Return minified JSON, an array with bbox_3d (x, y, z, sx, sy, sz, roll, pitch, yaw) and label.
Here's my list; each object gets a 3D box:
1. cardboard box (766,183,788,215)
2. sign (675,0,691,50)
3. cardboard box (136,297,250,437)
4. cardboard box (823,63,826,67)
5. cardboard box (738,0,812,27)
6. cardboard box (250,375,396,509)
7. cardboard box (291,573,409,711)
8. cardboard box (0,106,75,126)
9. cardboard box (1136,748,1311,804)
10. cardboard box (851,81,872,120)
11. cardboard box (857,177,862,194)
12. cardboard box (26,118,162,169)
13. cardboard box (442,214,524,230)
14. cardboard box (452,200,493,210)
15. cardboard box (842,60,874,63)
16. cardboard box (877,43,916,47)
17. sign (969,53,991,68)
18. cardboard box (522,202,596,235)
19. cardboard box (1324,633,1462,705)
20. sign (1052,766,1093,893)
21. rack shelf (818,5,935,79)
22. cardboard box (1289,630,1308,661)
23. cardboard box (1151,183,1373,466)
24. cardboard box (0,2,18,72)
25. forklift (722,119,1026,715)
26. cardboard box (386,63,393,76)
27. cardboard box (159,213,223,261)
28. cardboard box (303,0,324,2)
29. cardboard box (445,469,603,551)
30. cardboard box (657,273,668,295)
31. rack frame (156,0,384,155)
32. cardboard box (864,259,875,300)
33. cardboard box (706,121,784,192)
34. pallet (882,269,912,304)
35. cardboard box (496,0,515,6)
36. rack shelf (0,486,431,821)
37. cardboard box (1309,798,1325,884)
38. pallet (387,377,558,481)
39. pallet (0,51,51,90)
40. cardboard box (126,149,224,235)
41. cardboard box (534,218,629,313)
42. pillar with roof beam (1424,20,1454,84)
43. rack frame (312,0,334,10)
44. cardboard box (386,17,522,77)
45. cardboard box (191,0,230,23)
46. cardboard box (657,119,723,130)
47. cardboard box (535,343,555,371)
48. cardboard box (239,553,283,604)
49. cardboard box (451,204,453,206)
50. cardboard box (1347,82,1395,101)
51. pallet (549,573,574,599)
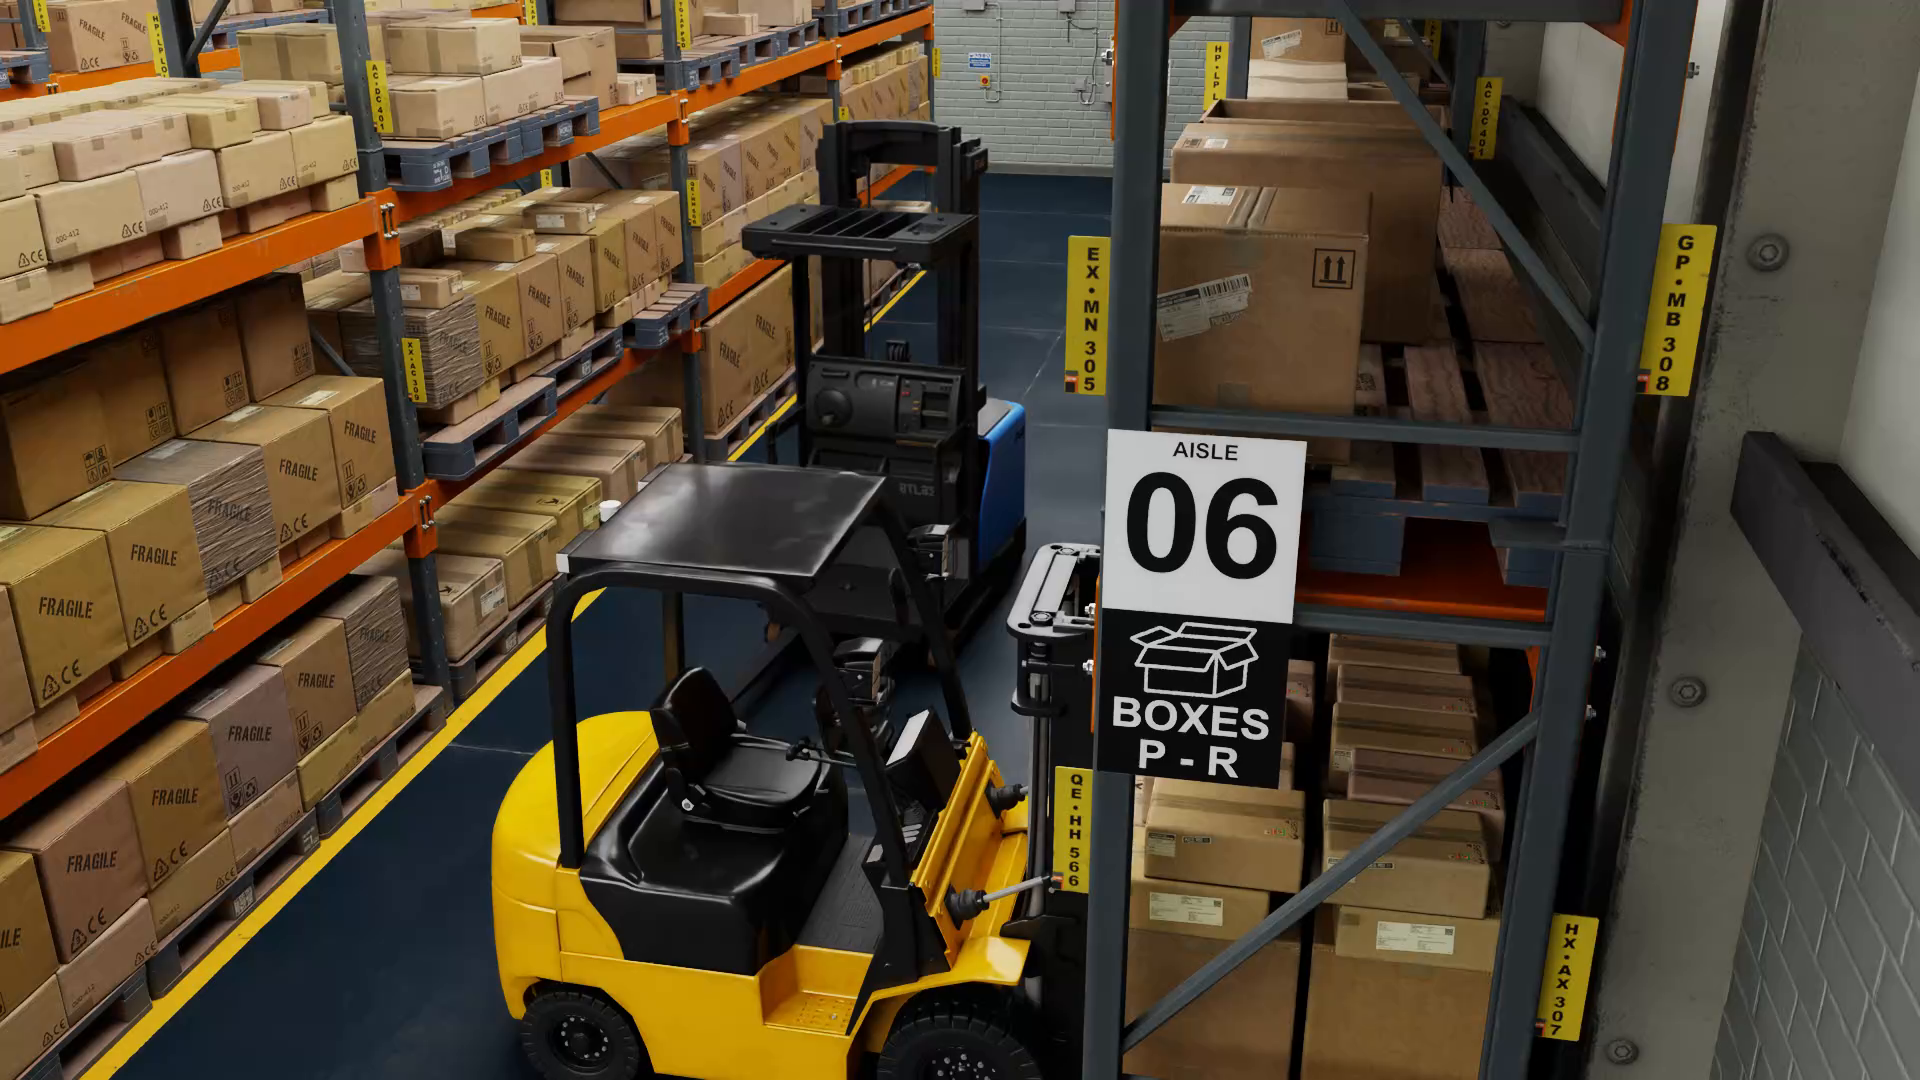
[{"bbox_3d":[-1.752,-2.826,13.886,0.500,0.250,0.500,5,22,12],"label":"cardboard box"},{"bbox_3d":[-1.903,-3.531,11.399,0.100,0.325,0.005,4,22,11],"label":"sign"},{"bbox_3d":[-3.678,-0.798,7.449,0.700,0.500,0.500,5,22,11],"label":"cardboard box"},{"bbox_3d":[-1.544,-4.816,16.955,0.380,0.149,0.250,4,22,10],"label":"cardboard box"},{"bbox_3d":[-1.592,-4.612,14.331,0.500,0.311,0.500,4,22,11],"label":"cardboard box"},{"bbox_3d":[-3.097,-0.482,8.003,0.500,0.500,0.500,4,22,10],"label":"cardboard box"},{"bbox_3d":[-3.108,0.490,8.235,0.500,0.500,0.500,4,22,10],"label":"cardboard box"},{"bbox_3d":[-3.802,-1.652,6.694,0.380,0.149,0.250,4,22,9],"label":"cardboard box"},{"bbox_3d":[0.752,0.925,4.907,0.500,0.500,0.500,5,23,13],"label":"cardboard box"},{"bbox_3d":[-1.174,-4.255,16.432,0.500,0.500,0.500,4,22,10],"label":"cardboard box"},{"bbox_3d":[-1.266,-3.603,16.151,0.500,0.500,0.500,5,23,13],"label":"cardboard box"},{"bbox_3d":[-3.300,-1.512,6.346,0.380,0.149,0.250,5,22,12],"label":"cardboard box"},{"bbox_3d":[-2.954,-1.788,10.685,0.500,0.500,0.500,5,22,12],"label":"cardboard box"},{"bbox_3d":[-5.679,-3.862,19.385,0.380,0.149,0.250,4,22,9],"label":"cardboard box"},{"bbox_3d":[-1.088,-4.783,16.873,0.380,0.149,0.250,4,22,11],"label":"cardboard box"},{"bbox_3d":[-0.707,-5.438,18.500,0.380,0.149,0.250,5,22,12],"label":"cardboard box"},{"bbox_3d":[0.291,-7.083,24.564,0.327,0.218,0.001,4,22,11],"label":"sign"},{"bbox_3d":[-2.492,-2.002,10.348,0.380,0.149,0.250,3,22,8],"label":"cardboard box"},{"bbox_3d":[1.292,0.390,4.969,0.380,0.149,0.250,5,23,13],"label":"cardboard box"},{"bbox_3d":[0.265,0.667,3.815,0.100,0.325,0.005,4,22,11],"label":"sign"},{"bbox_3d":[-1.210,-5.194,17.183,1.077,0.370,4.000,4,22,11],"label":"rack shelf"},{"bbox_3d":[0.967,0.310,5.567,0.380,0.149,0.250,4,22,11],"label":"cardboard box"},{"bbox_3d":[0.645,-0.499,3.732,0.500,0.500,0.500,5,23,13],"label":"cardboard box"},{"bbox_3d":[-7.433,-3.948,12.993,0.500,0.500,0.500,4,22,11],"label":"cardboard box"},{"bbox_3d":[-0.508,-0.782,9.371,1.130,2.935,3.031,7,23,17],"label":"forklift"},{"bbox_3d":[-3.165,-2.405,8.934,0.500,0.250,0.500,5,22,12],"label":"cardboard box"},{"bbox_3d":[-3.240,-1.240,6.739,0.380,0.149,0.250,5,22,12],"label":"cardboard box"},{"bbox_3d":[-6.151,-5.457,16.404,0.500,0.250,0.500,5,23,13],"label":"cardboard box"},{"bbox_3d":[-2.862,-0.165,10.703,0.950,0.372,0.625,5,23,13],"label":"cardboard box"},{"bbox_3d":[-2.255,-1.779,11.530,0.380,0.149,0.250,5,22,12],"label":"cardboard box"},{"bbox_3d":[-3.250,-3.262,7.408,1.000,3.000,0.127,4,22,11],"label":"rack frame"},{"bbox_3d":[-1.385,-2.633,16.743,0.875,0.438,0.875,4,22,10],"label":"cardboard box"},{"bbox_3d":[-1.775,-3.169,13.733,0.500,0.500,0.500,5,22,12],"label":"cardboard box"},{"bbox_3d":[-1.139,-2.831,18.101,1.003,0.211,1.213,4,22,11],"label":"pallet"},{"bbox_3d":[-5.502,-6.344,19.275,0.500,0.250,0.500,4,22,10],"label":"cardboard box"},{"bbox_3d":[-3.658,0.586,6.847,1.077,0.370,4.000,4,22,11],"label":"rack shelf"},{"bbox_3d":[1.105,0.814,4.315,0.380,0.149,0.250,4,22,11],"label":"cardboard box"},{"bbox_3d":[-2.952,-0.659,9.231,1.003,0.211,1.213,4,22,11],"label":"pallet"},{"bbox_3d":[-7.380,-3.347,11.886,1.213,0.211,1.003,6,23,13],"label":"pallet"},{"bbox_3d":[-3.297,-1.387,6.569,0.500,0.250,0.500,4,22,10],"label":"cardboard box"},{"bbox_3d":[-2.451,-1.759,10.612,0.500,0.500,0.500,3,22,7],"label":"cardboard box"},{"bbox_3d":[0.052,-6.325,15.013,9.100,9.000,0.400,4,22,11],"label":"pillar with roof beam"},{"bbox_3d":[-6.484,-6.528,15.517,1.000,3.000,0.127,4,22,11],"label":"rack frame"},{"bbox_3d":[-2.647,-2.594,8.733,0.500,0.250,0.500,4,22,10],"label":"cardboard box"},{"bbox_3d":[-6.928,-4.825,14.602,0.797,0.503,0.637,4,22,10],"label":"cardboard box"},{"bbox_3d":[-2.270,-3.215,13.850,0.500,0.500,0.500,4,22,10],"label":"cardboard box"},{"bbox_3d":[-2.640,-1.117,9.886,0.380,0.149,0.250,5,22,11],"label":"cardboard box"},{"bbox_3d":[-3.222,0.150,7.302,0.380,0.149,0.250,4,22,10],"label":"cardboard box"},{"bbox_3d":[-6.223,-3.999,19.724,0.380,0.149,0.250,4,22,11],"label":"cardboard box"},{"bbox_3d":[2.066,-2.305,8.663,0.380,0.166,0.250,4,22,11],"label":"cardboard box"},{"bbox_3d":[-2.846,0.082,10.868,1.003,0.211,1.213,4,22,11],"label":"pallet"}]
